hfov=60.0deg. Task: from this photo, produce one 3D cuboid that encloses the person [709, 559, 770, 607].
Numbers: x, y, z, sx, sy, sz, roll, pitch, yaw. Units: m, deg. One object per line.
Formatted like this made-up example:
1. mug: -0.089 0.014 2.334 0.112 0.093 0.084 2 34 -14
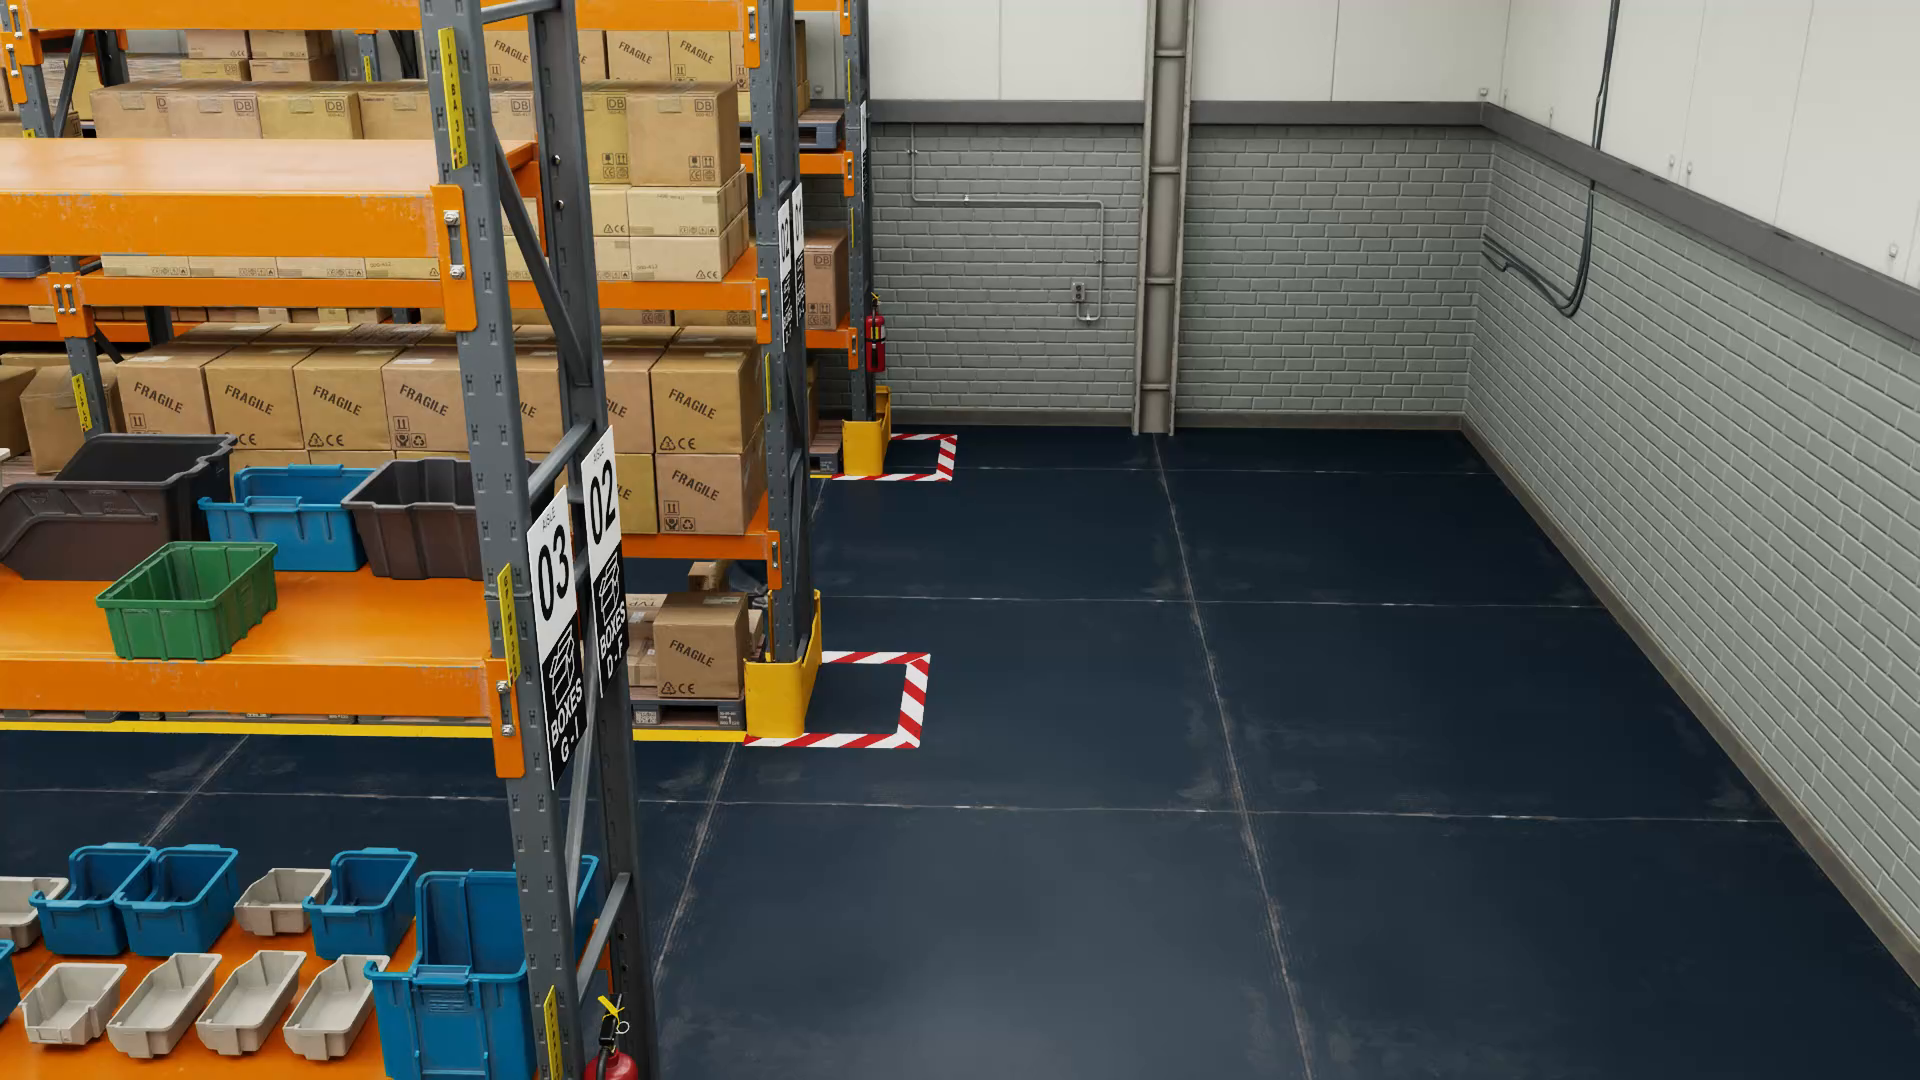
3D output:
1. person: -1.516 0.104 12.043 0.873 0.773 0.429 -1 21 -4
